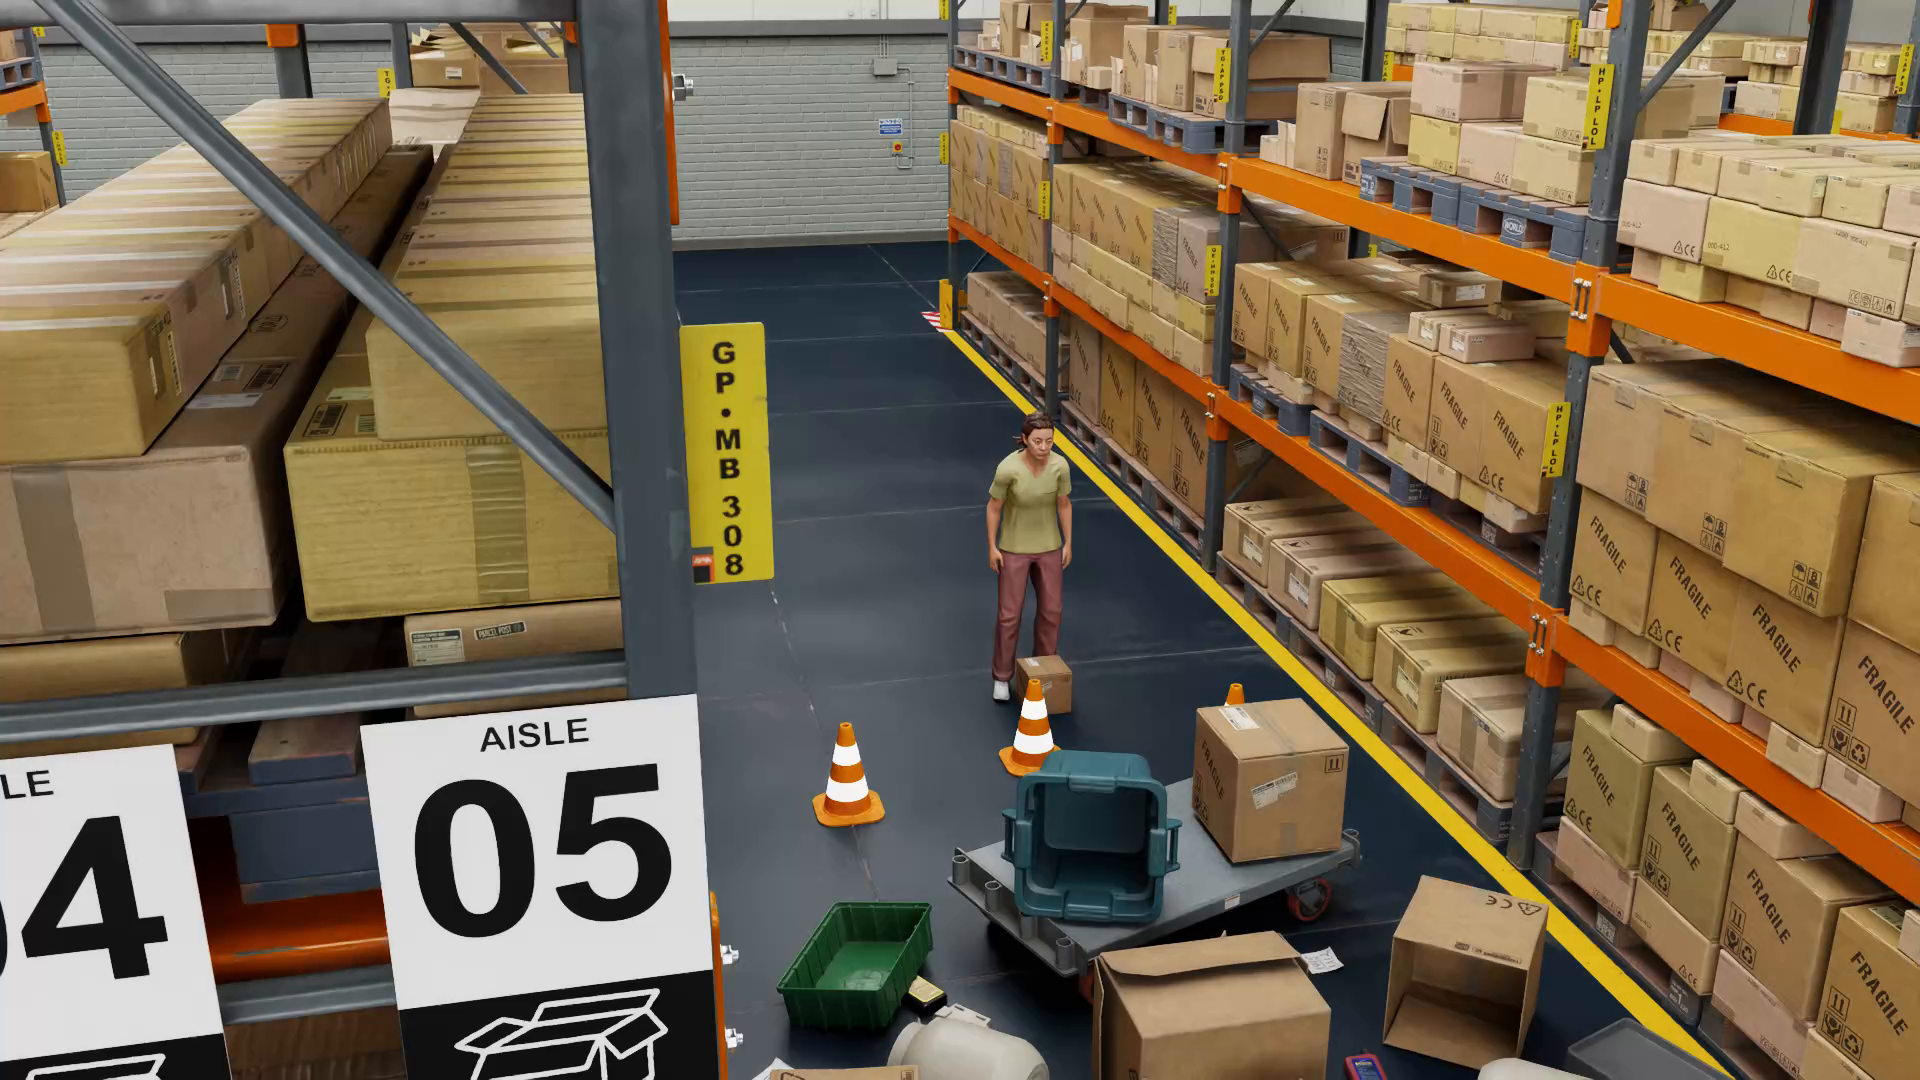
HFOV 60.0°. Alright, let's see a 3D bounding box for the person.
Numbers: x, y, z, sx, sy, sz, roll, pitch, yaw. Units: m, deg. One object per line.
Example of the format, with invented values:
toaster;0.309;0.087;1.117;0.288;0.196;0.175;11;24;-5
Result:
person;0.403;0.071;9.374;0.498;1.672;0.360;-4;20;-12
